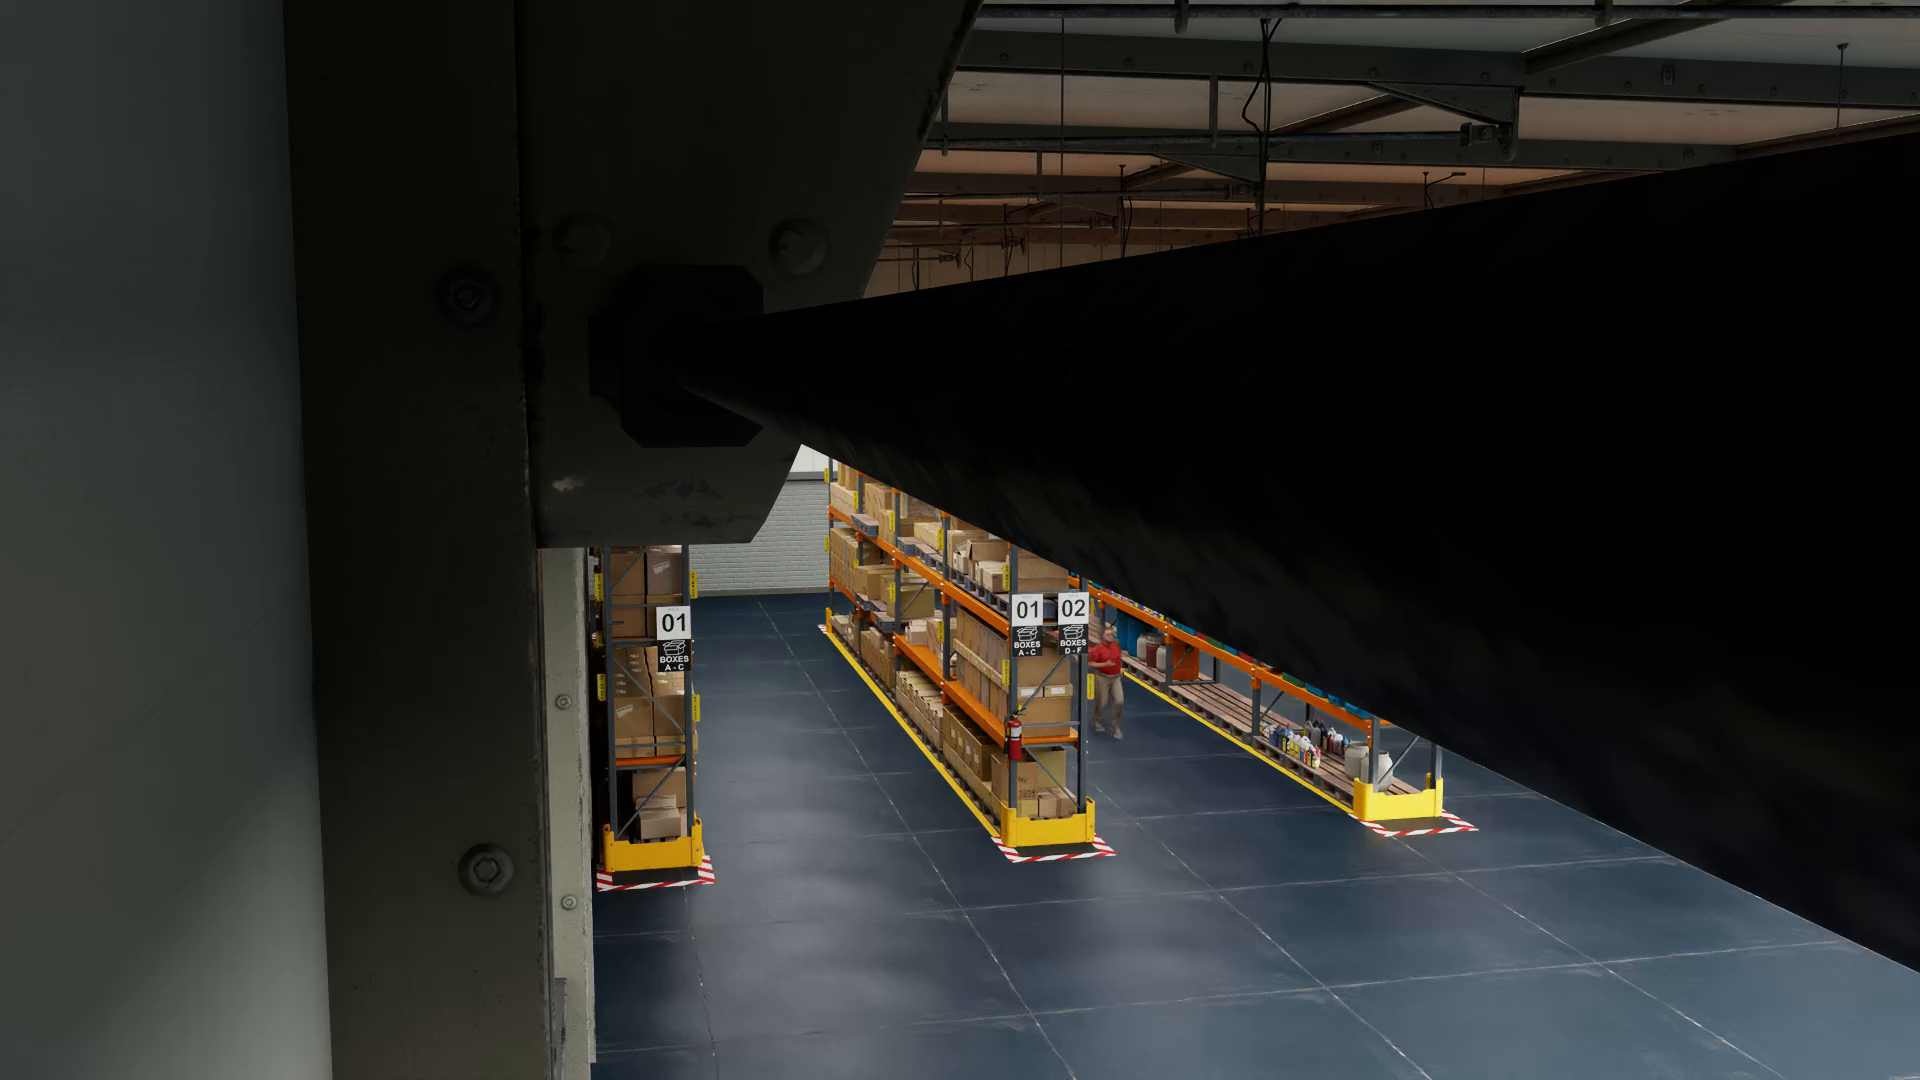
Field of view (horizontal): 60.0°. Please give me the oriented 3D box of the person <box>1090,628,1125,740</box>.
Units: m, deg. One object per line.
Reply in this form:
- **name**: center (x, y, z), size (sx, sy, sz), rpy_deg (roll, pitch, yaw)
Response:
- **person**: center (2.378, 2.305, 26.733), size (0.640, 1.791, 0.755), rpy_deg (-3, 7, -21)
